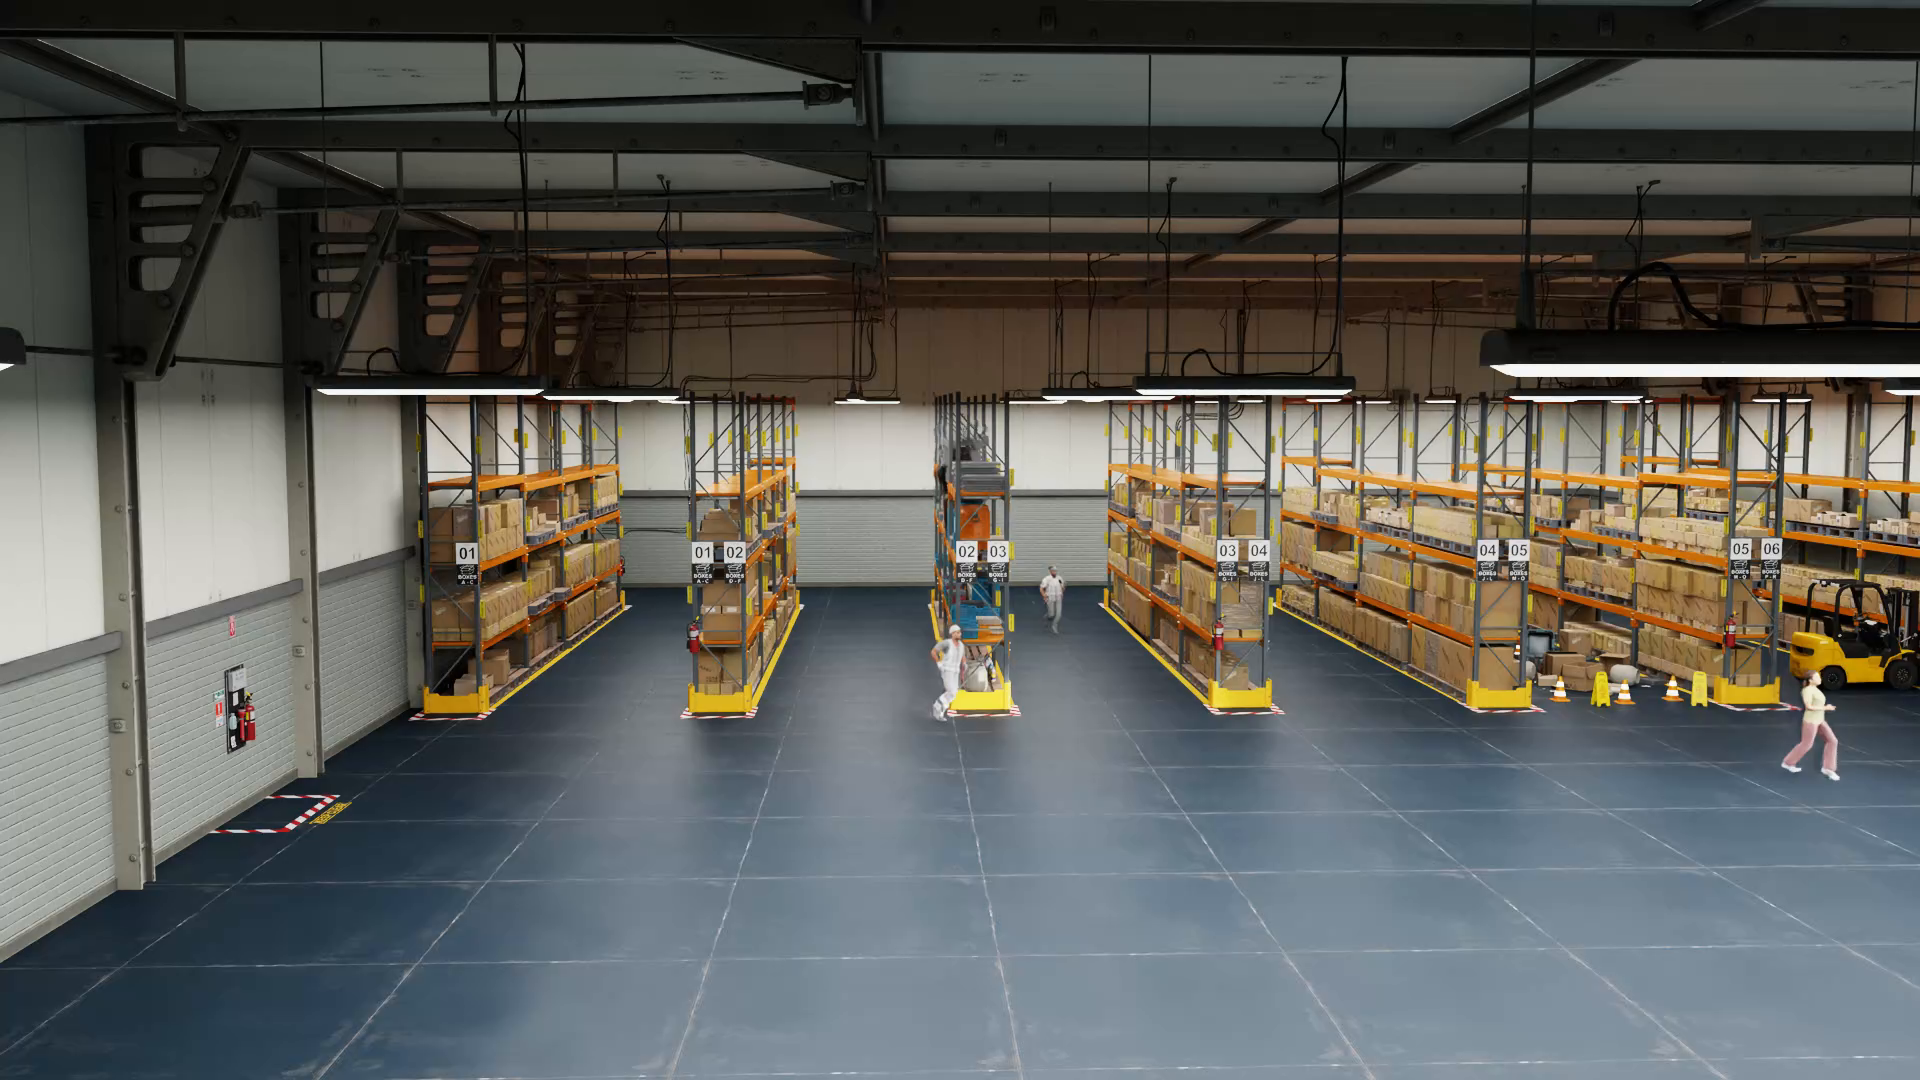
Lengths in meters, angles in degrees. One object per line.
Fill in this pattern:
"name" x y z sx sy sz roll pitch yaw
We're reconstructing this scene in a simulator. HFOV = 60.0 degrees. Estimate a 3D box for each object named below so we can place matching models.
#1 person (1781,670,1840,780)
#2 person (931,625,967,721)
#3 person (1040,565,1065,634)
"person" 13.182 2.849 25.707 0.578 1.694 0.825 -4 6 -44
"person" -0.127 2.424 30.353 0.550 1.736 0.701 4 6 41
"person" 2.363 1.491 42.098 0.664 1.742 0.602 -1 5 -17
